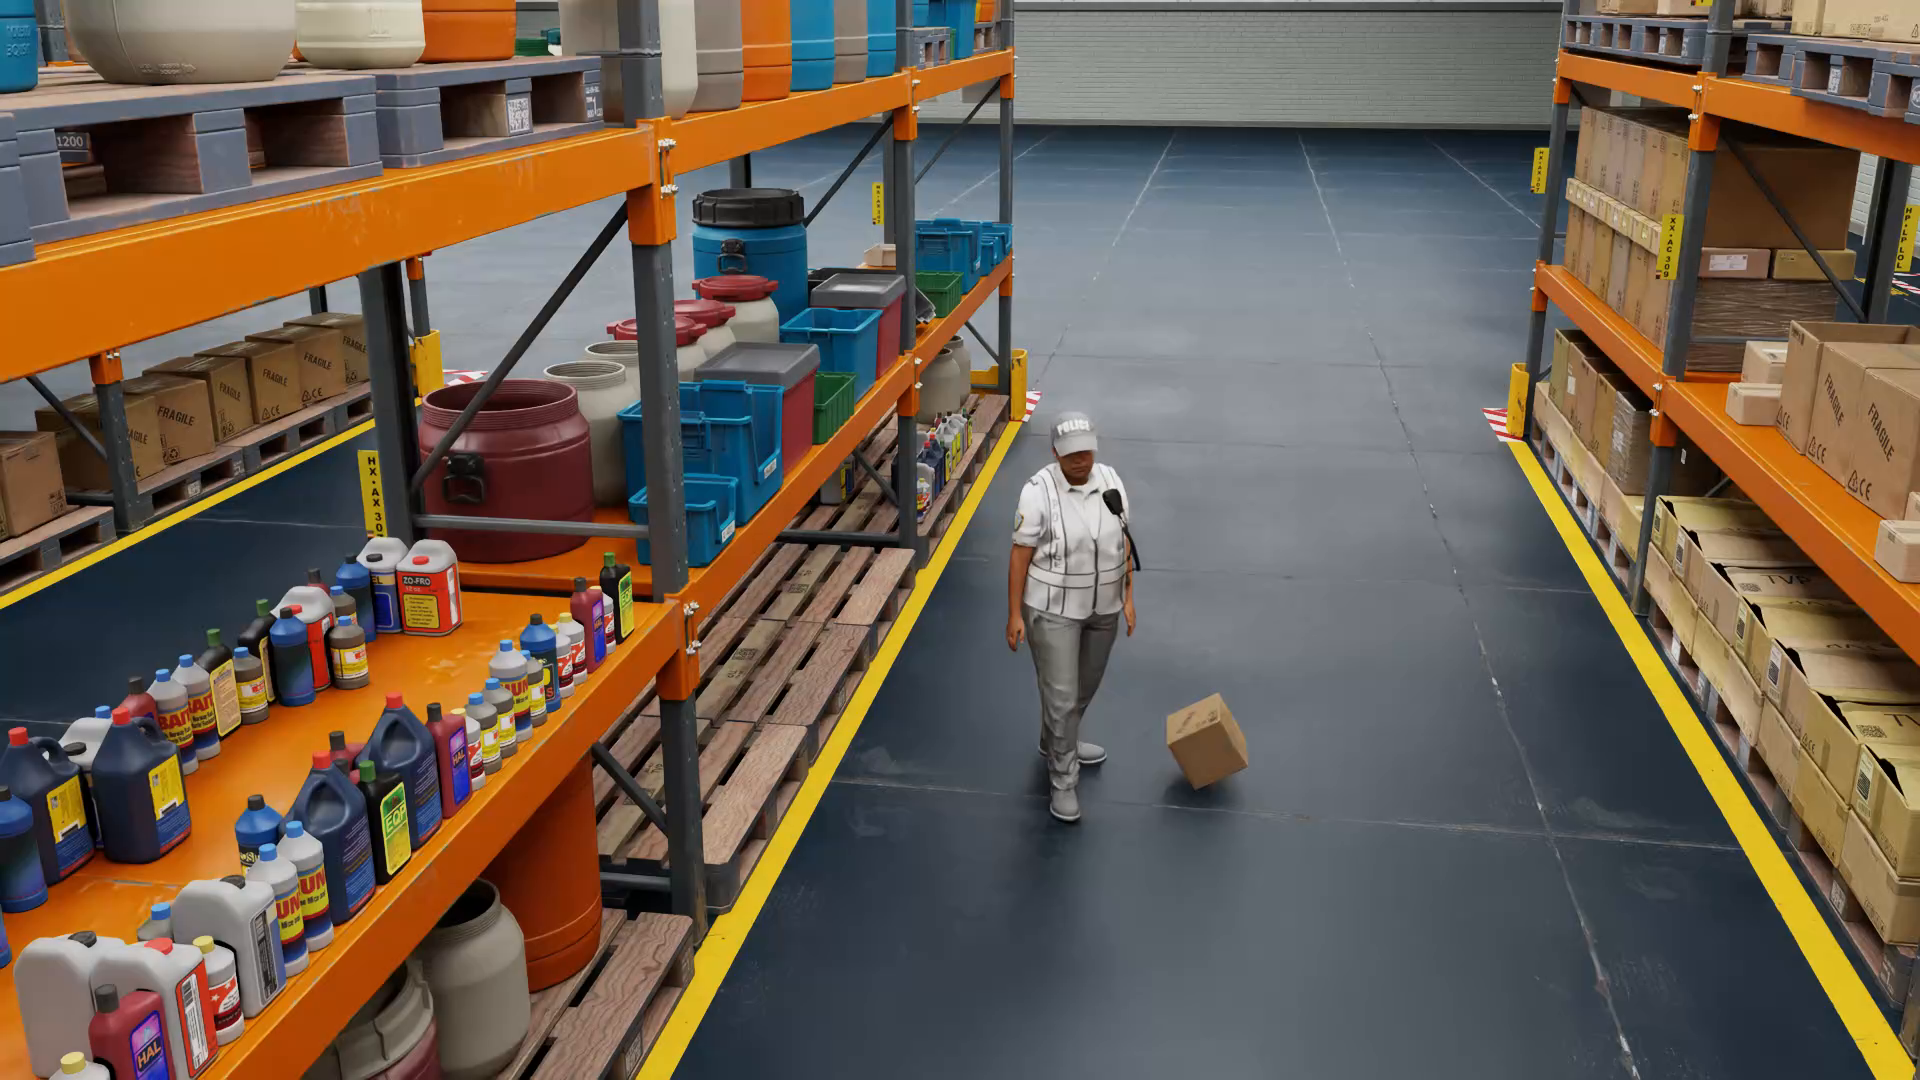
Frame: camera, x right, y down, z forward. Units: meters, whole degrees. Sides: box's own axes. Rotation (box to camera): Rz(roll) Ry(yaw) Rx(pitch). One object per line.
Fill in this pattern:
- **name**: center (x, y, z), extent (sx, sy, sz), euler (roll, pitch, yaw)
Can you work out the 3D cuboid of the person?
- **person**: center (0.439, 0.261, 6.765), extent (0.560, 1.653, 0.597), euler (-9, 20, -25)
